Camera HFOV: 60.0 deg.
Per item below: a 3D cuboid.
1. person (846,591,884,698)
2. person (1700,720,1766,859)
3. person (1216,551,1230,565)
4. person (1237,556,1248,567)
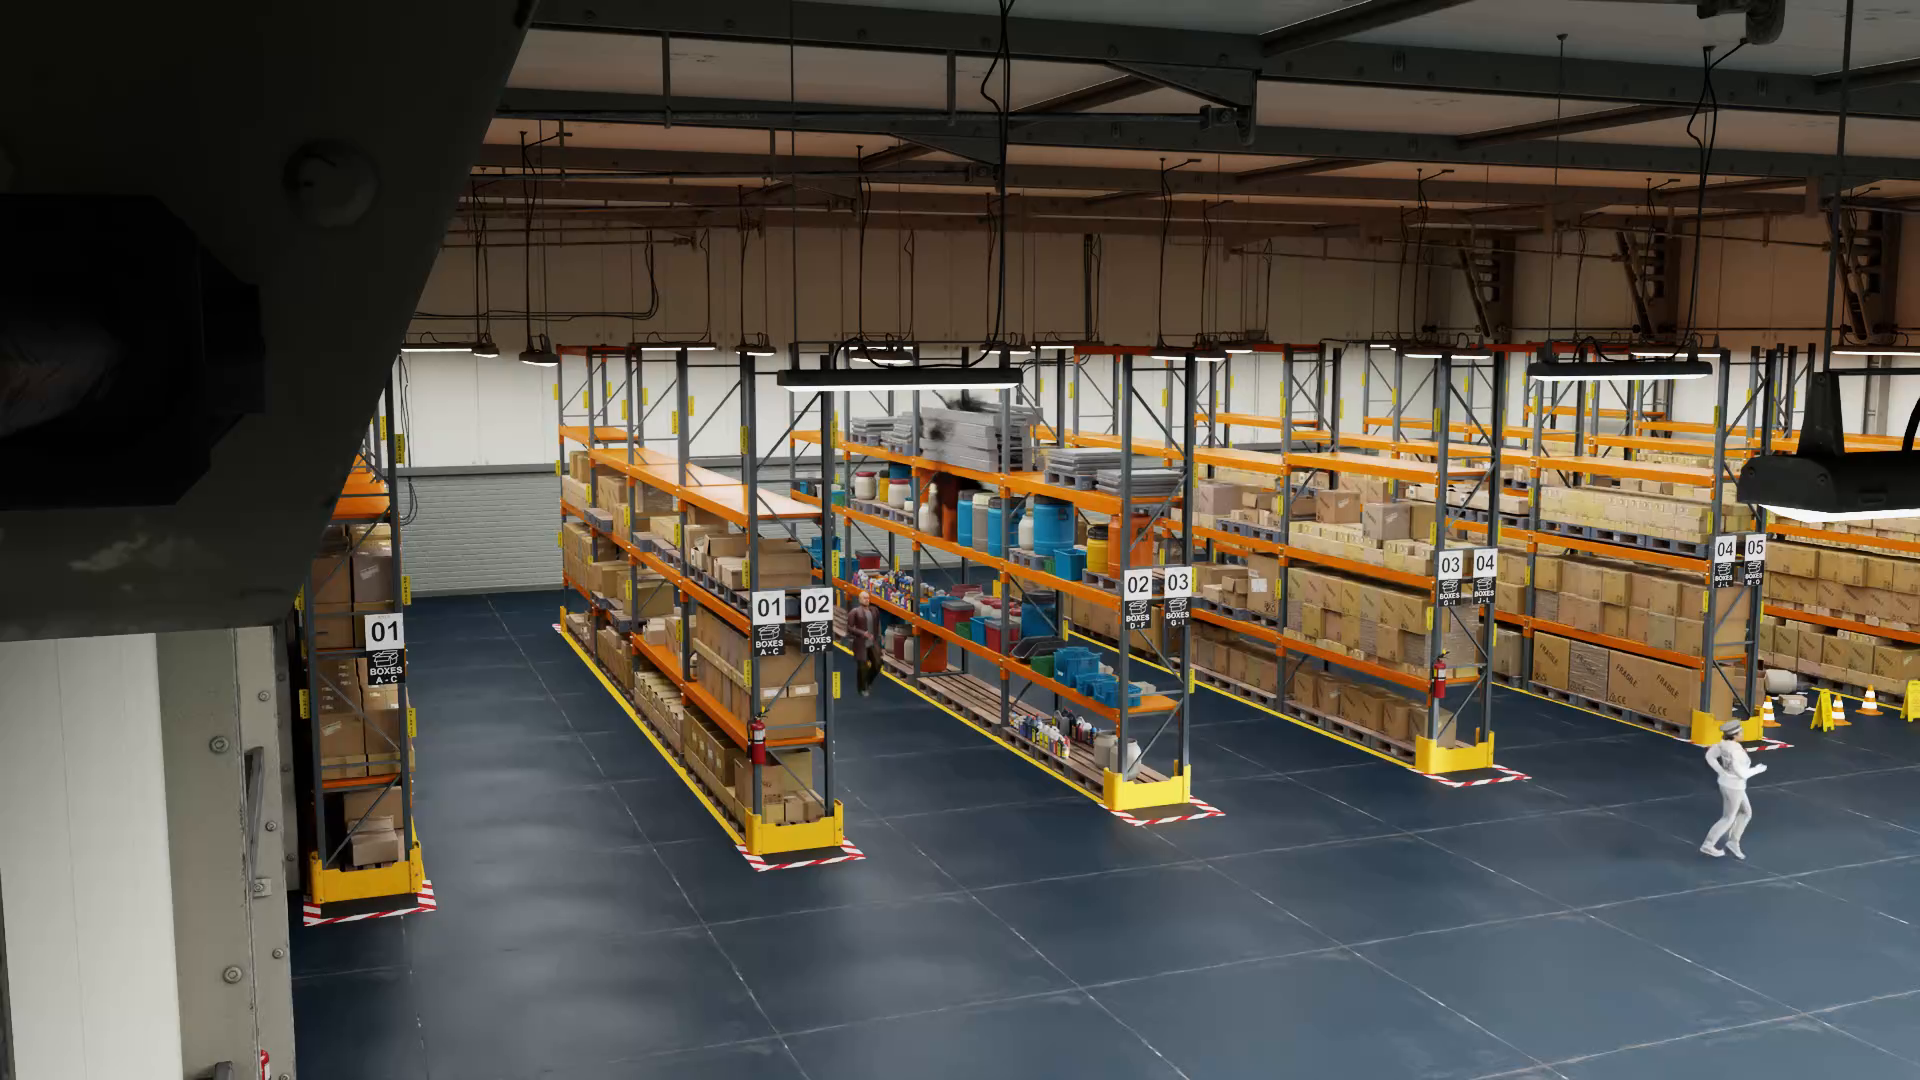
[{"bbox_3d":[-1.513,1.723,27.229,0.695,1.761,0.631,-4,8,-28],"label":"person"},{"bbox_3d":[9.217,2.986,19.829,0.684,1.734,0.592,1,7,10],"label":"person"},{"bbox_3d":[6.447,0.181,41.647,0.895,1.723,0.765,5,9,32],"label":"person"},{"bbox_3d":[7.368,0.100,42.289,0.707,1.743,0.693,-3,8,-21],"label":"person"}]
